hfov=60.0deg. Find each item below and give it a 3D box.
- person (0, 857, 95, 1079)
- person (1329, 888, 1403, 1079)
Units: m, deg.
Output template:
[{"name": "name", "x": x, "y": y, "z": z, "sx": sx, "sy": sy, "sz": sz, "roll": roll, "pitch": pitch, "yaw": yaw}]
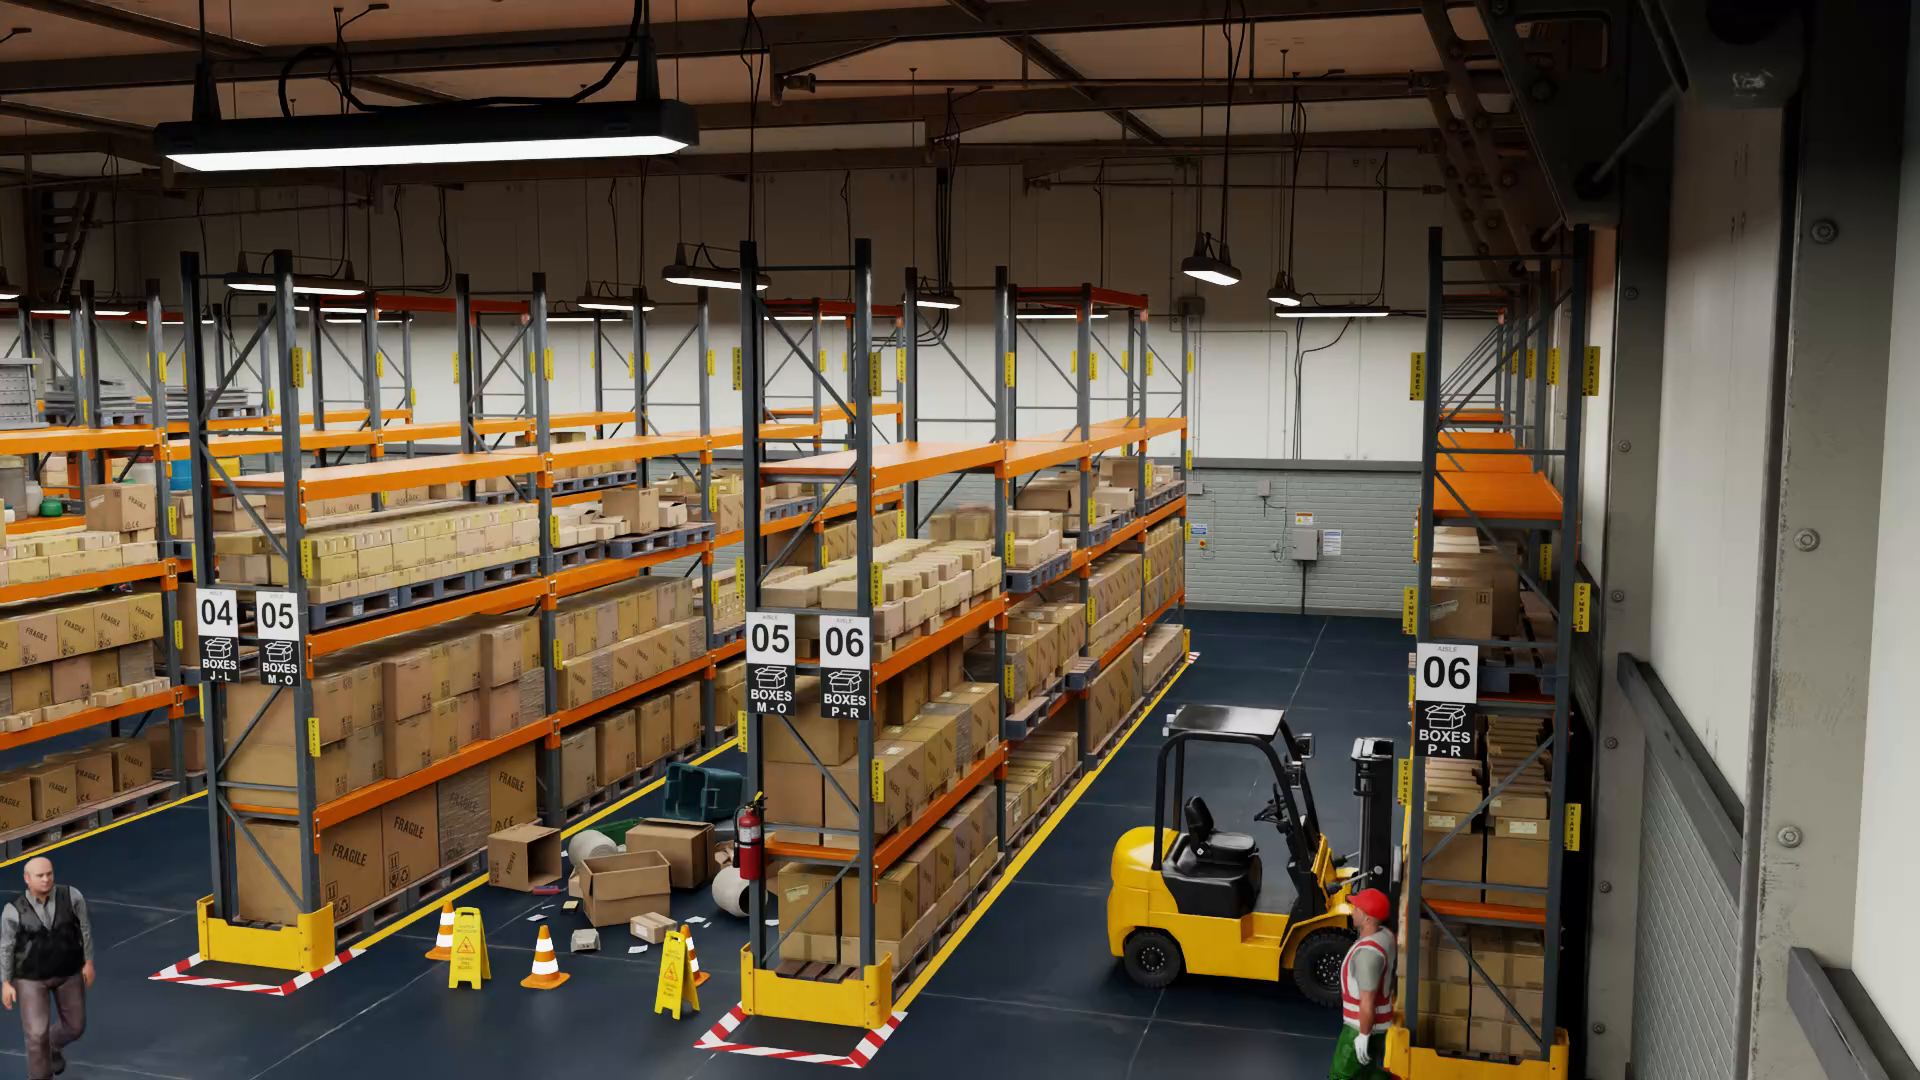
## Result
[{"name": "person", "x": -6.331, "y": 3.024, "z": 11.542, "sx": 0.585, "sy": 1.701, "sz": 0.800, "roll": -5, "pitch": 8, "yaw": -38}, {"name": "person", "x": 2.661, "y": 3.092, "z": 10.642, "sx": 0.822, "sy": 1.770, "sz": 0.553, "roll": 2, "pitch": 7, "yaw": 15}]
